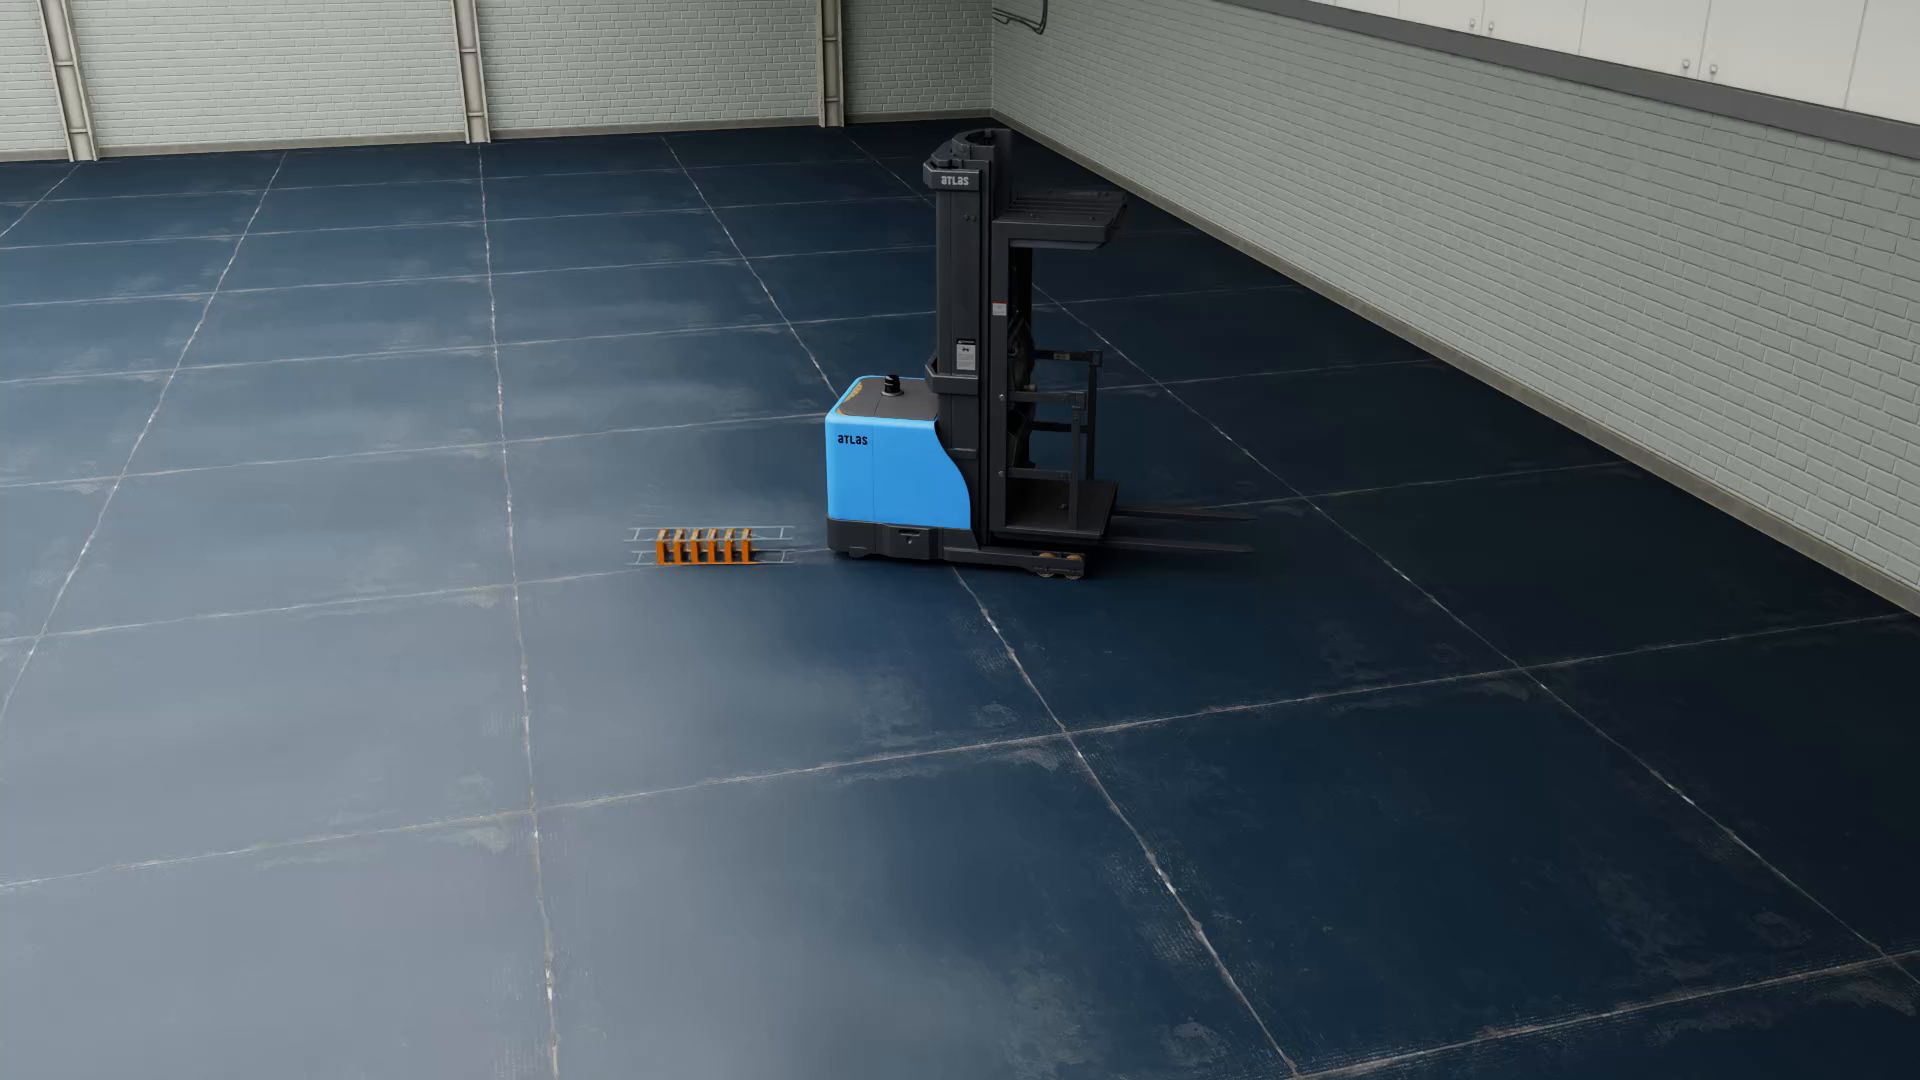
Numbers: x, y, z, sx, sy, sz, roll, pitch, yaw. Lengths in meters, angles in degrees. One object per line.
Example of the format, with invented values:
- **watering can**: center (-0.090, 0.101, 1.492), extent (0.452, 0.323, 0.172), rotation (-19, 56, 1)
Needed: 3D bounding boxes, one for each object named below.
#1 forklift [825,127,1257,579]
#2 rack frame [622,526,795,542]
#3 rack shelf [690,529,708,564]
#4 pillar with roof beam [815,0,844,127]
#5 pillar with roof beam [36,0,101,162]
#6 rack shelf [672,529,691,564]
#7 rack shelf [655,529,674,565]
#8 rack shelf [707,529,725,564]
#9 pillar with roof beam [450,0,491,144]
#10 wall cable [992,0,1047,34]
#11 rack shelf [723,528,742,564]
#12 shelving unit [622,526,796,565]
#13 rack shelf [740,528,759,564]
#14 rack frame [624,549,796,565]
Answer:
- **forklift**: center (0.613, -1.301, 11.564), extent (3.031, 2.935, 1.130), rotation (4, 24, 10)
- **rack frame**: center (-1.790, -0.044, 11.873), extent (1.200, 0.006, 0.240), rotation (-1, 23, 0)
- **rack shelf**: center (-1.865, 0.040, 11.908), extent (0.103, 0.180, 0.258), rotation (-1, 23, 0)
- **pillar with roof beam**: center (-1.096, -9.793, 23.661), extent (0.400, 9.000, 9.100), rotation (-6, 24, -14)
- **pillar with roof beam**: center (-12.650, -8.515, 20.682), extent (0.400, 9.000, 9.100), rotation (-6, 24, -14)
- **rack shelf**: center (-1.985, 0.041, 11.908), extent (0.103, 0.180, 0.258), rotation (-1, 23, 0)
- **rack shelf**: center (-2.105, 0.043, 11.907), extent (0.103, 0.180, 0.258), rotation (-1, 23, 0)
- **rack shelf**: center (-1.745, 0.039, 11.909), extent (0.103, 0.180, 0.258), rotation (-1, 23, 0)
- **pillar with roof beam**: center (-6.873, -9.154, 22.171), extent (0.400, 9.000, 9.100), rotation (-6, 24, -14)
- **wall cable**: center (0.934, -9.812, 27.643), extent (0.112, 2.526, 3.097), rotation (-6, 24, -14)
- **rack shelf**: center (-1.625, 0.038, 11.910), extent (0.103, 0.180, 0.258), rotation (-1, 23, 0)
- **shelving unit**: center (-1.790, 0.040, 11.909), extent (1.200, 0.189, 0.258), rotation (-1, 23, 0)
- **rack shelf**: center (-1.505, 0.037, 11.911), extent (0.103, 0.180, 0.258), rotation (-1, 23, 0)
- **rack frame**: center (-1.789, 0.124, 11.945), extent (1.200, 0.006, 0.240), rotation (-1, 23, 0)
